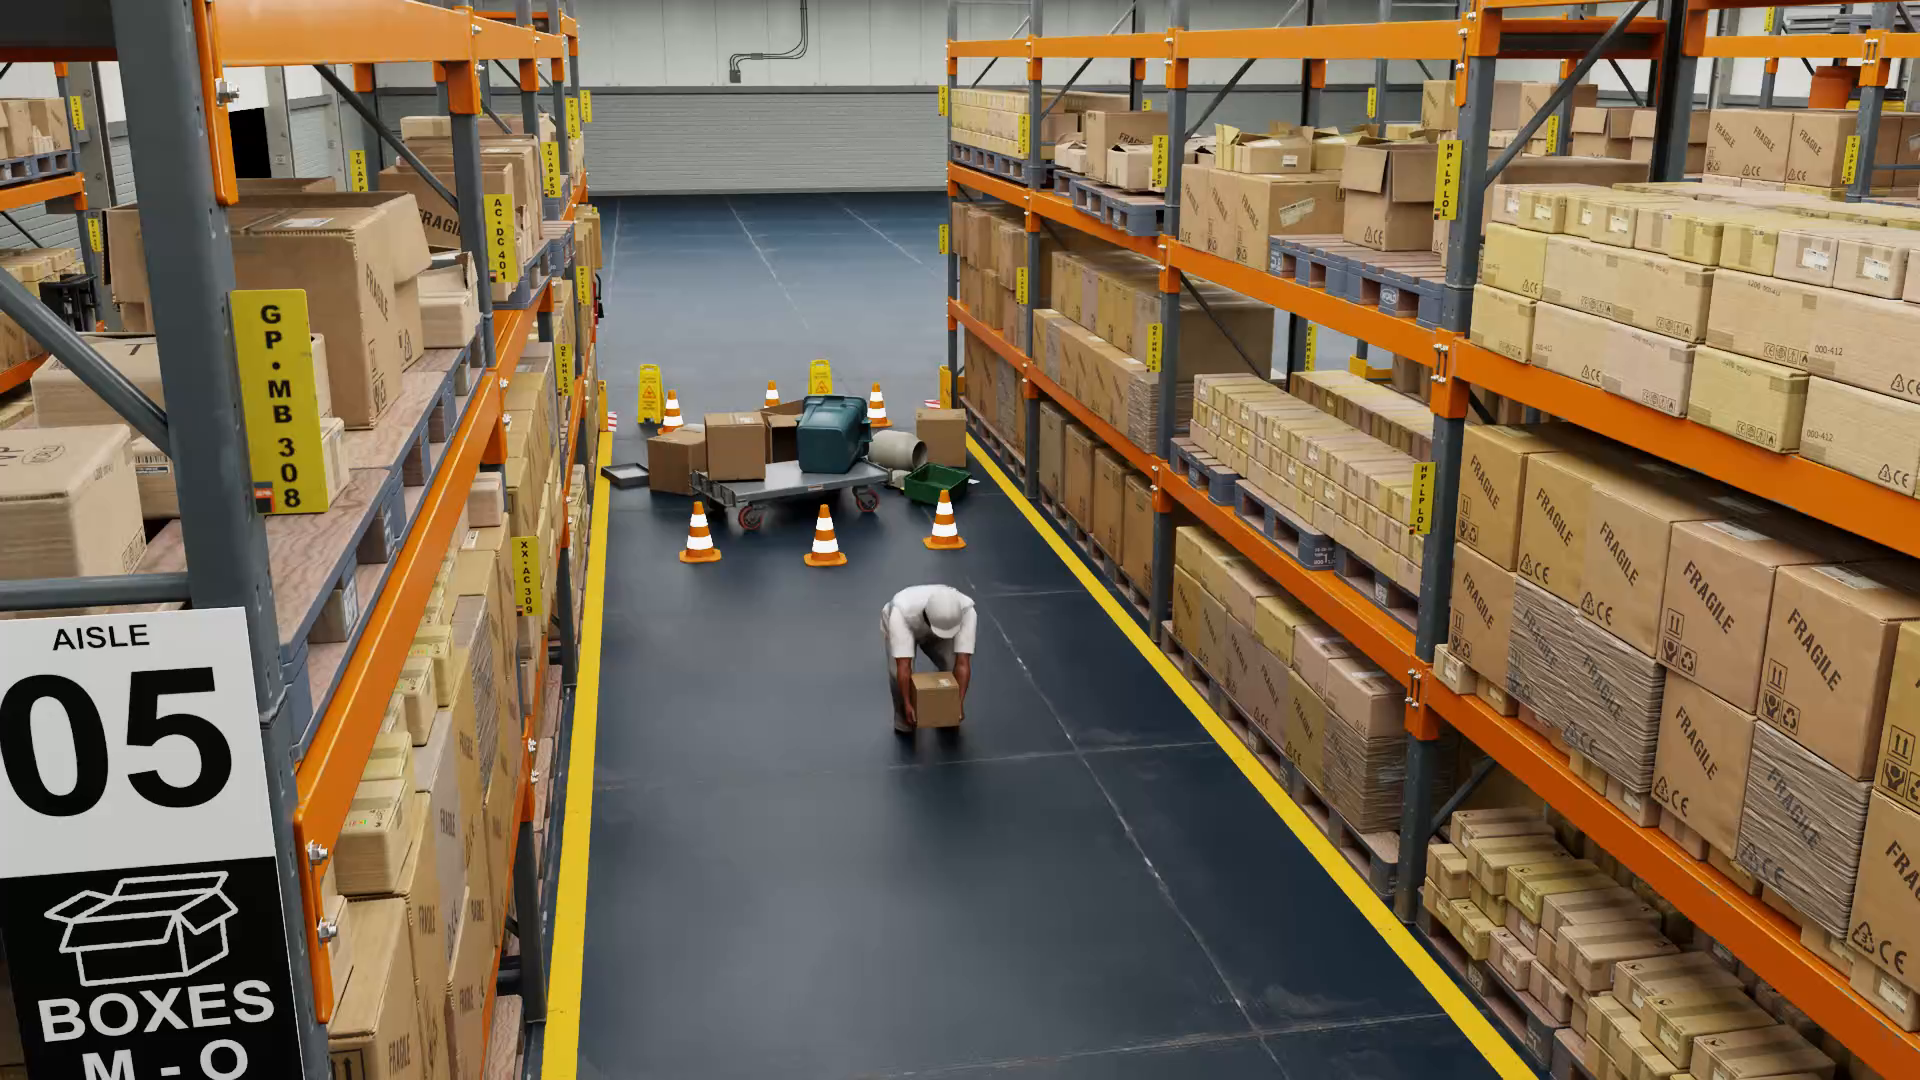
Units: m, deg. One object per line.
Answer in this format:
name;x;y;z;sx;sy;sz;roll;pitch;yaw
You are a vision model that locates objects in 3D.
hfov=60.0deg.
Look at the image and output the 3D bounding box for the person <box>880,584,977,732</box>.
person;-0.182;0.679;10.018;0.533;1.014;0.905;-4;17;-12
